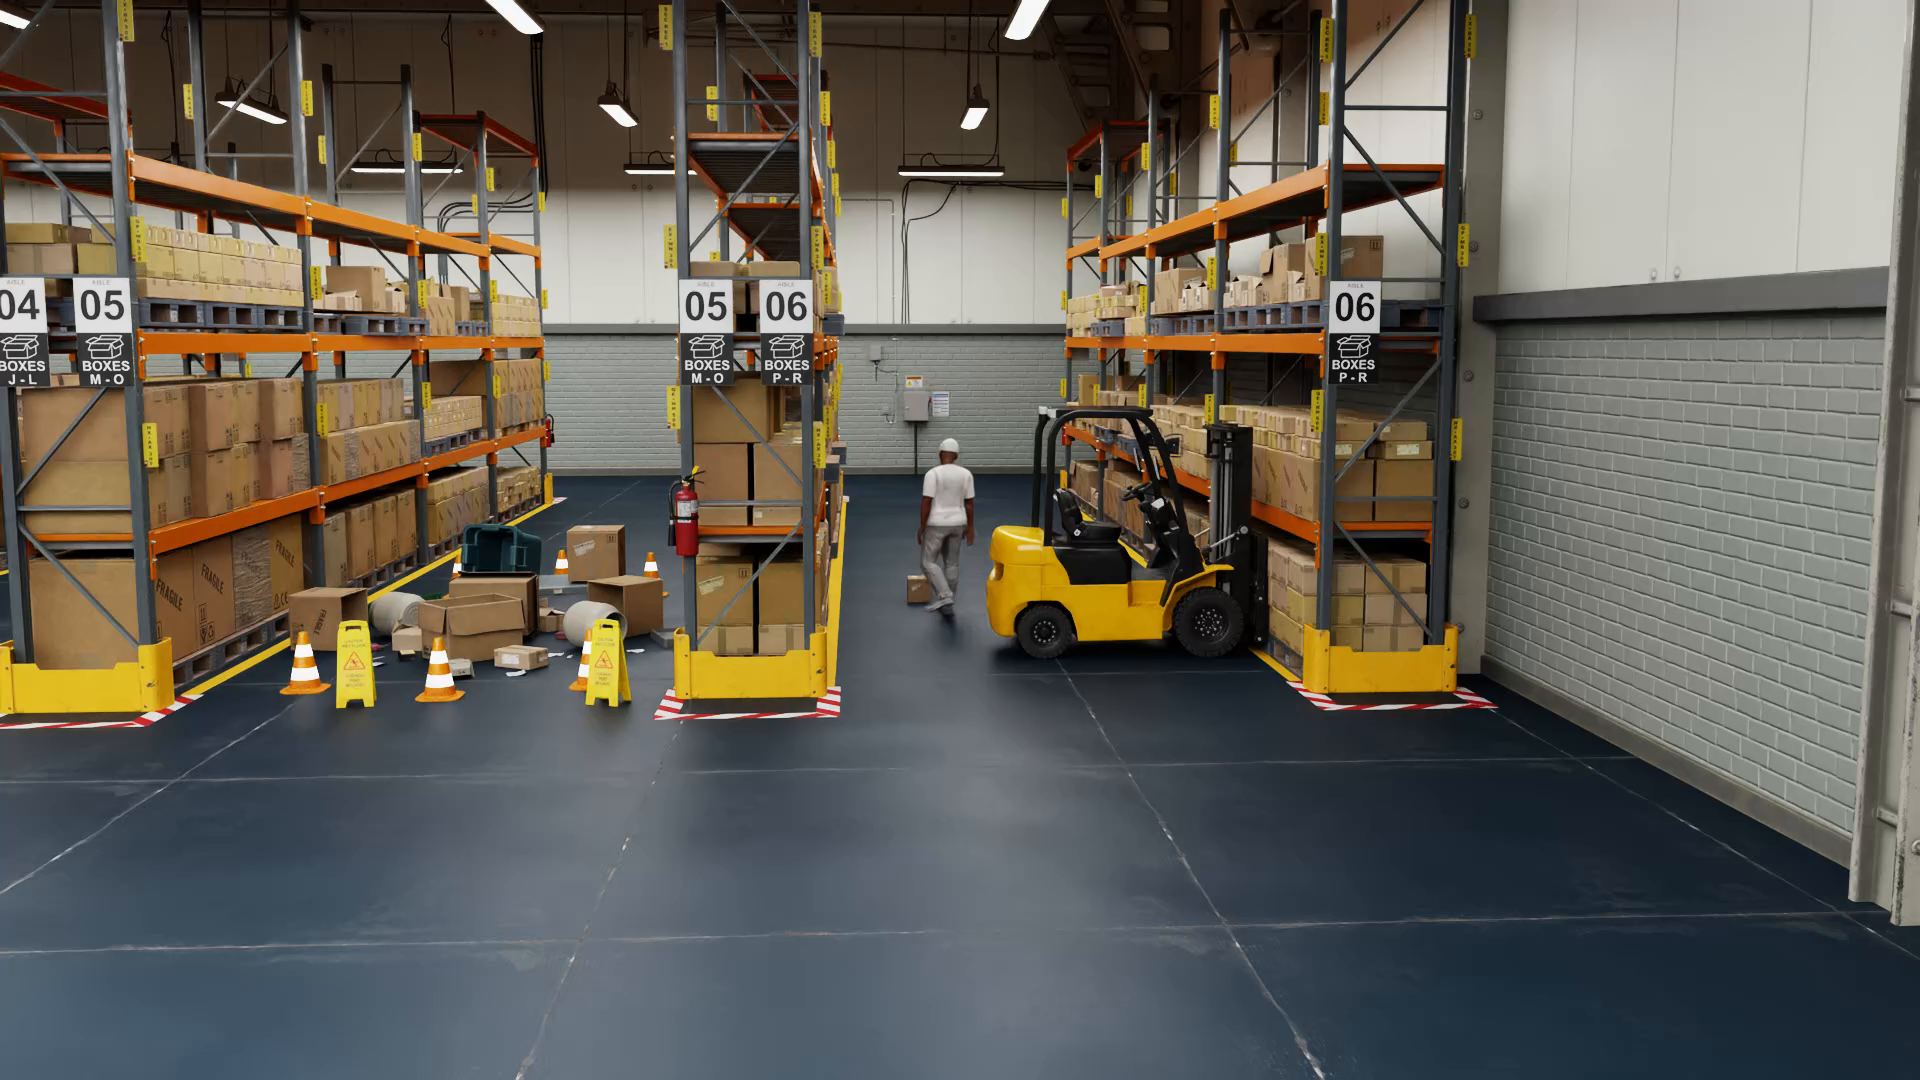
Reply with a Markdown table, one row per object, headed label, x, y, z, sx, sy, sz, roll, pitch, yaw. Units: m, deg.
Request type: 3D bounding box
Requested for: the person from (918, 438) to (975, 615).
| label | x | y | z | sx | sy | sz | roll | pitch | yaw |
| --- | --- | --- | --- | --- | --- | --- | --- | --- | --- |
| person | -0.126 | -0.124 | 16.562 | 0.635 | 1.761 | 0.590 | -4 | 8 | -29 |
